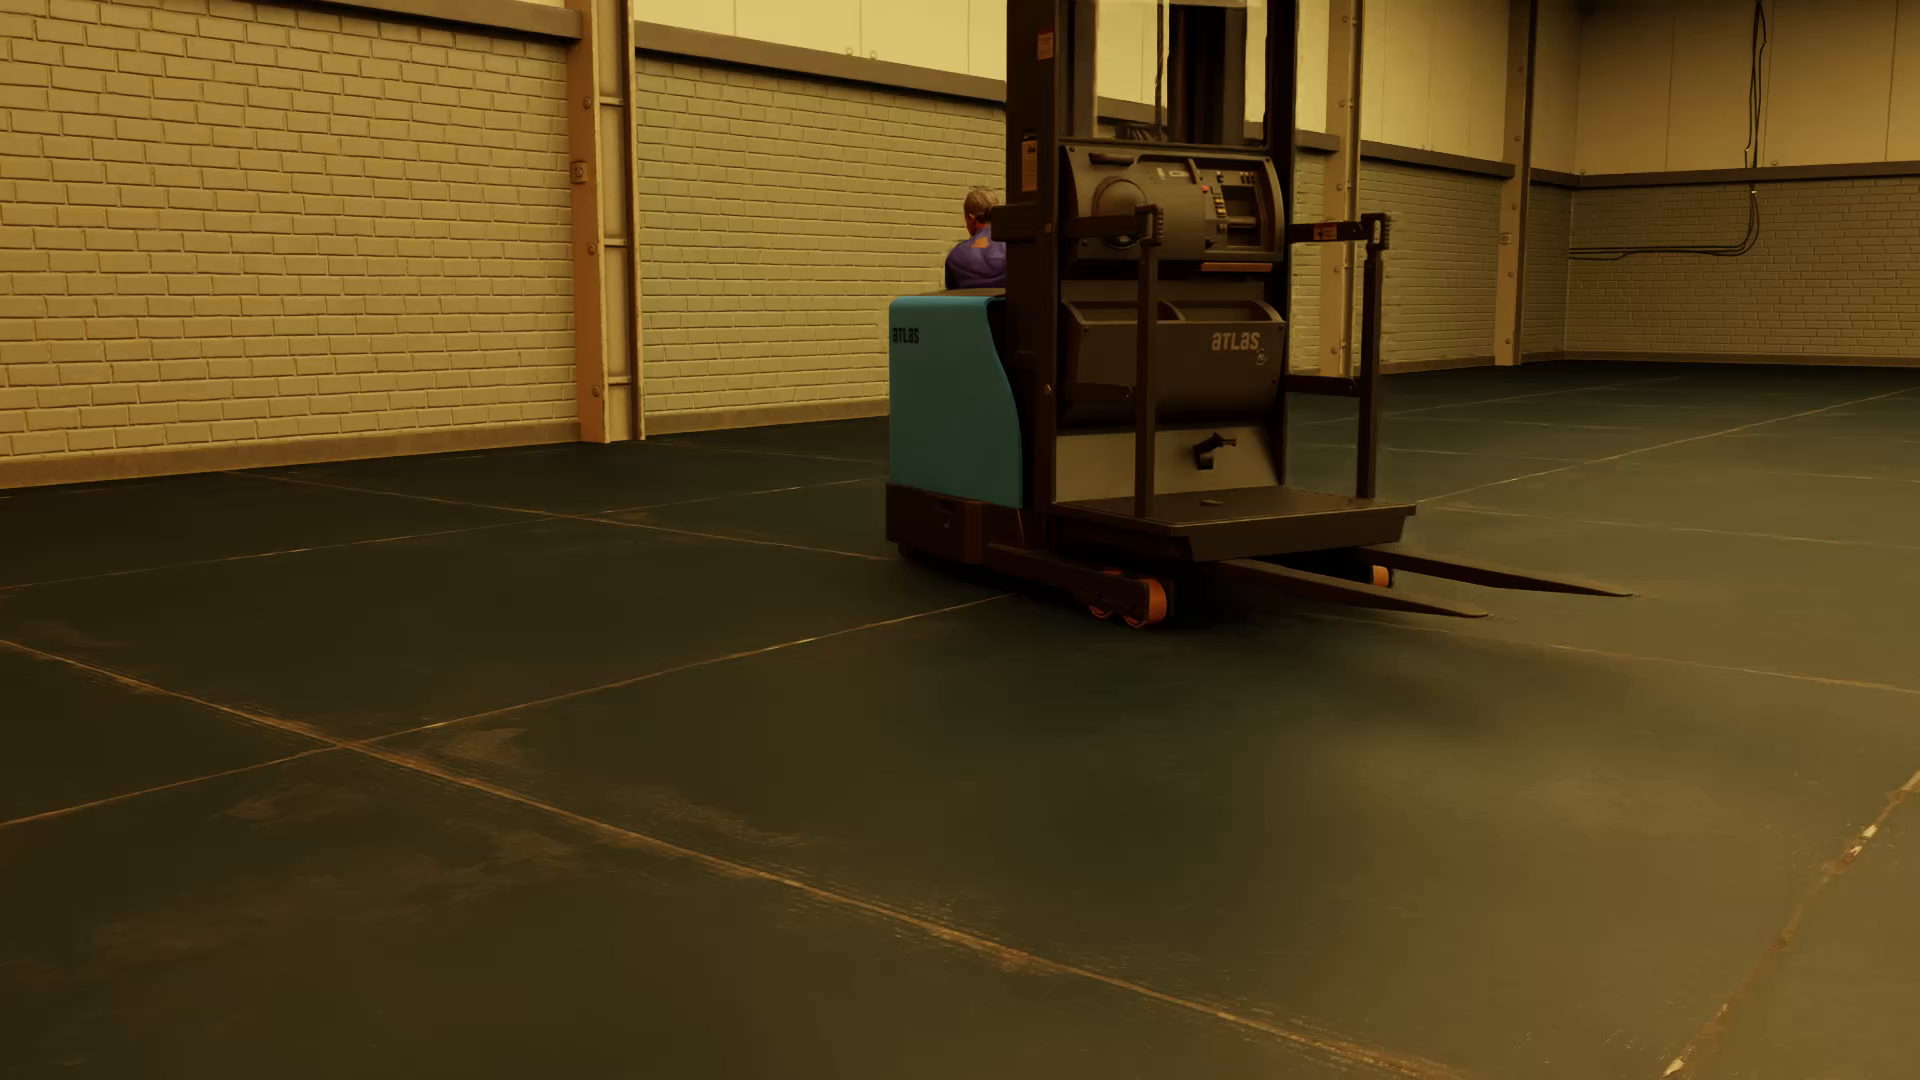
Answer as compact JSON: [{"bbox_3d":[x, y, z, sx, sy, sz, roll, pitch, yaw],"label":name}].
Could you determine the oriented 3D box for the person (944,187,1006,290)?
[{"bbox_3d":[0.214,-0.869,7.908,0.597,1.588,0.839,2,9,16],"label":"person"}]

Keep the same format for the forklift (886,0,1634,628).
[{"bbox_3d":[0.885,-1.238,5.744,1.130,2.935,3.031,-5,10,-31],"label":"forklift"}]
